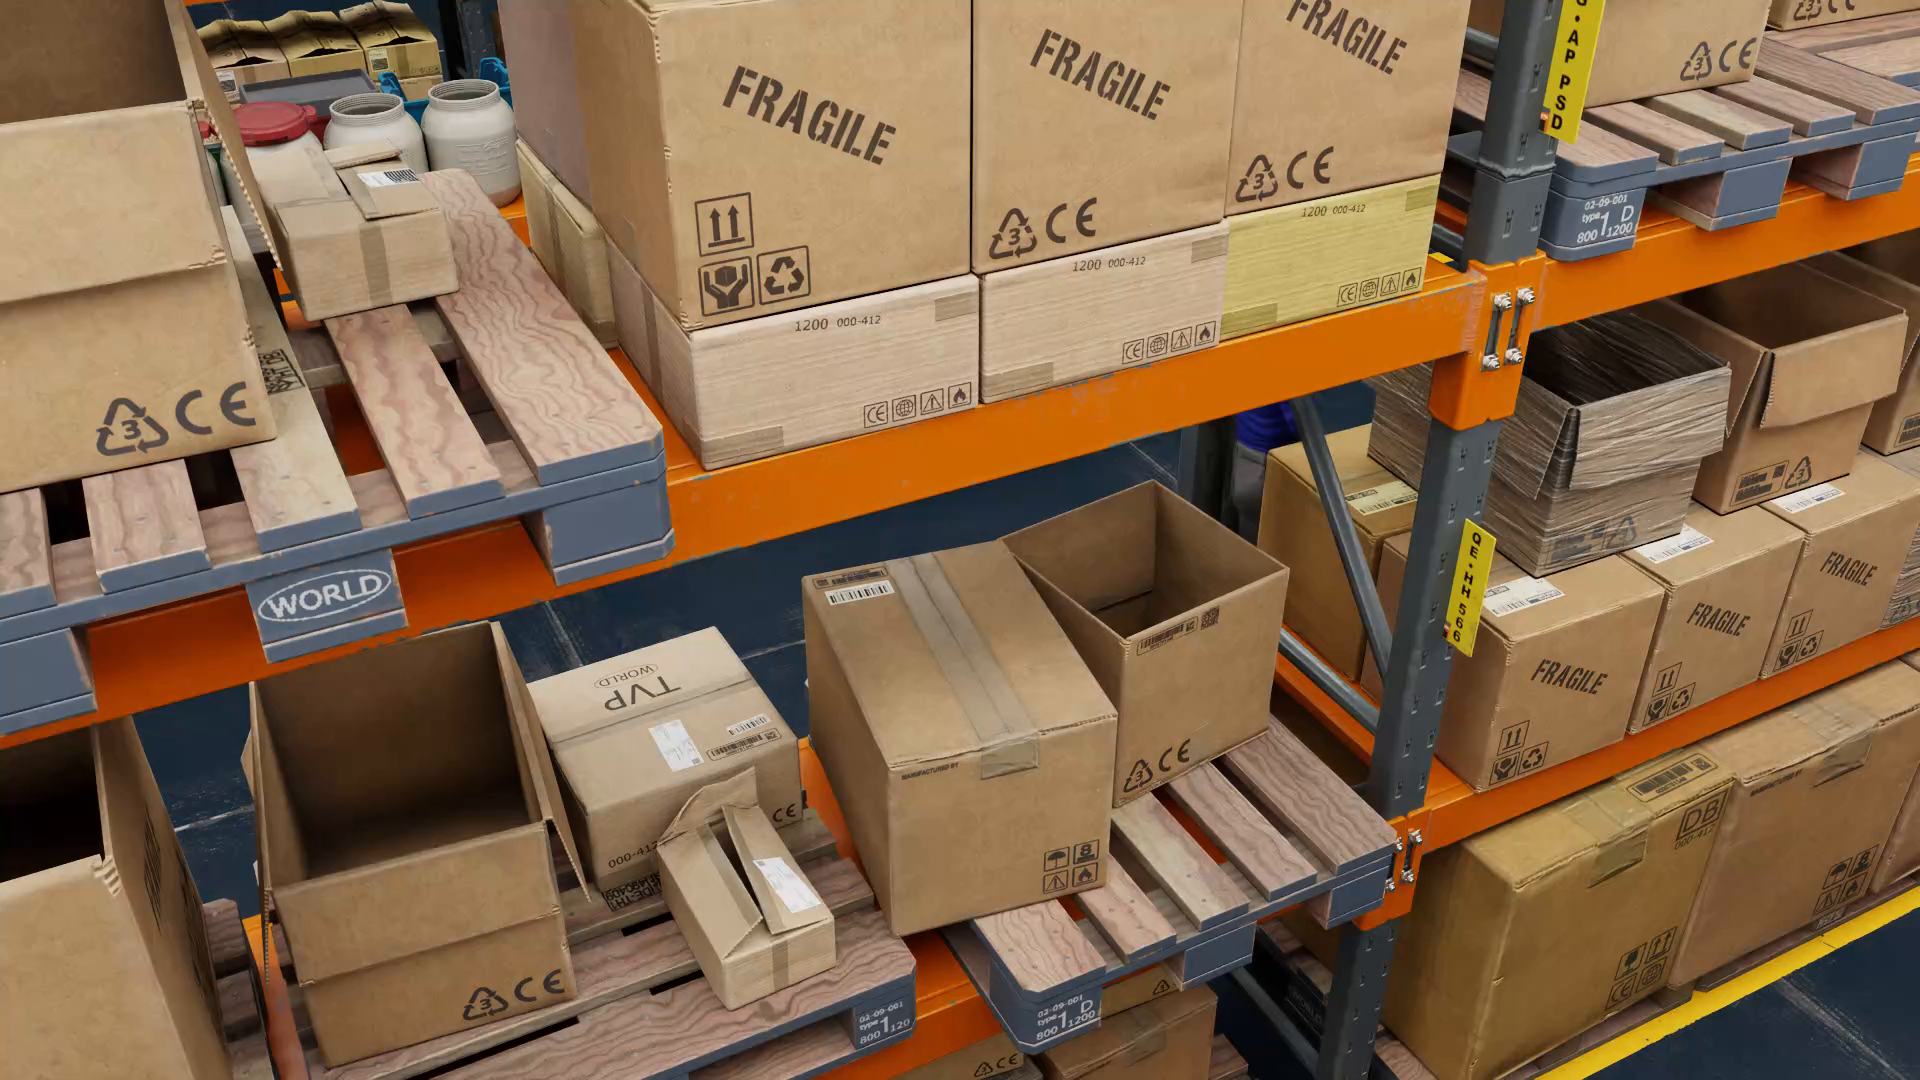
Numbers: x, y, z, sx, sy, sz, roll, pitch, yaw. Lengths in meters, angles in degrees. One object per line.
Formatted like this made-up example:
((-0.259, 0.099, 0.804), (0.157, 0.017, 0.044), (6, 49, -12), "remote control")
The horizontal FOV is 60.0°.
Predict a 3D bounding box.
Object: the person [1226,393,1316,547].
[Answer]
((1.189, -0.252, 6.537), (0.480, 1.651, 0.539), (-21, 39, -29), "person")
